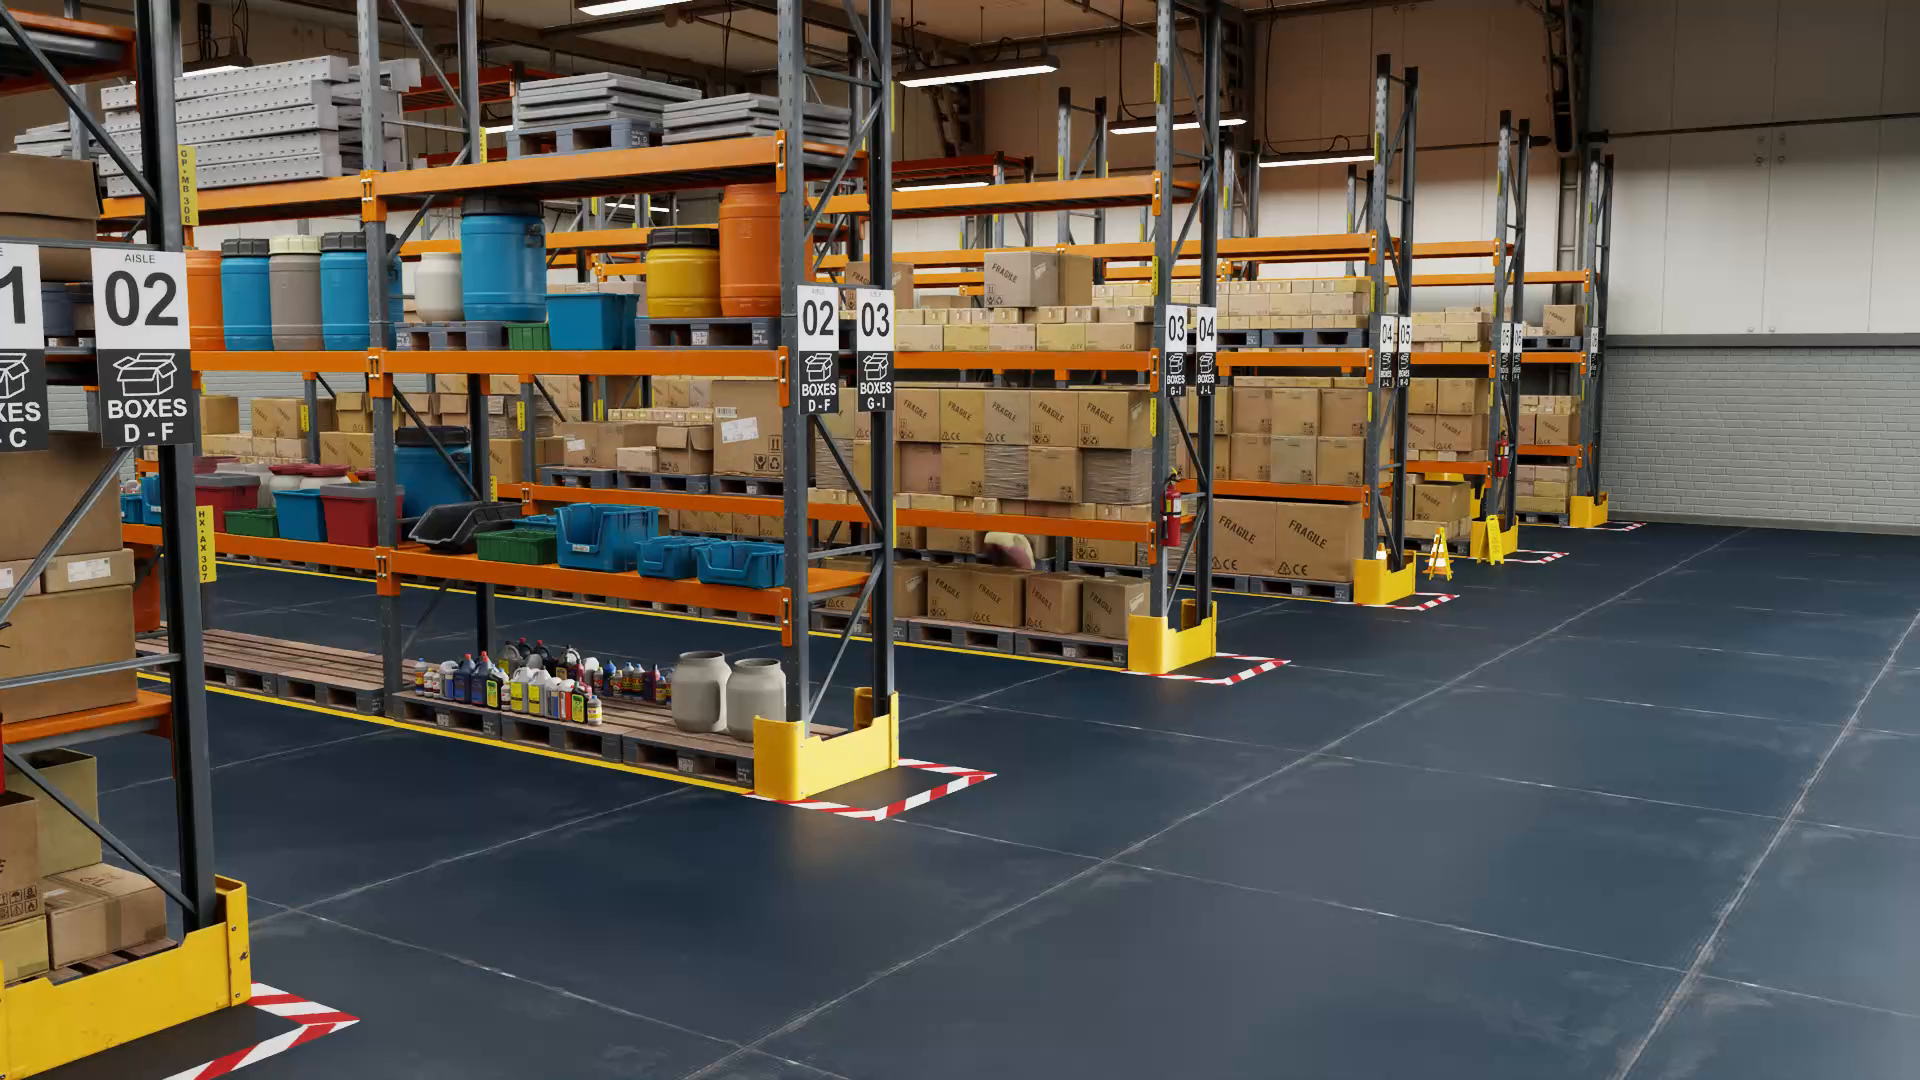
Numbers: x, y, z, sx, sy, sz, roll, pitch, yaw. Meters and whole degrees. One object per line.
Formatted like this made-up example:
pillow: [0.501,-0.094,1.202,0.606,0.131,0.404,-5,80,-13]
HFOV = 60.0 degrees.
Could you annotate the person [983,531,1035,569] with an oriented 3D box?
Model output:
person: [0.577,0.260,18.784,0.468,0.864,0.848,4,7,31]
